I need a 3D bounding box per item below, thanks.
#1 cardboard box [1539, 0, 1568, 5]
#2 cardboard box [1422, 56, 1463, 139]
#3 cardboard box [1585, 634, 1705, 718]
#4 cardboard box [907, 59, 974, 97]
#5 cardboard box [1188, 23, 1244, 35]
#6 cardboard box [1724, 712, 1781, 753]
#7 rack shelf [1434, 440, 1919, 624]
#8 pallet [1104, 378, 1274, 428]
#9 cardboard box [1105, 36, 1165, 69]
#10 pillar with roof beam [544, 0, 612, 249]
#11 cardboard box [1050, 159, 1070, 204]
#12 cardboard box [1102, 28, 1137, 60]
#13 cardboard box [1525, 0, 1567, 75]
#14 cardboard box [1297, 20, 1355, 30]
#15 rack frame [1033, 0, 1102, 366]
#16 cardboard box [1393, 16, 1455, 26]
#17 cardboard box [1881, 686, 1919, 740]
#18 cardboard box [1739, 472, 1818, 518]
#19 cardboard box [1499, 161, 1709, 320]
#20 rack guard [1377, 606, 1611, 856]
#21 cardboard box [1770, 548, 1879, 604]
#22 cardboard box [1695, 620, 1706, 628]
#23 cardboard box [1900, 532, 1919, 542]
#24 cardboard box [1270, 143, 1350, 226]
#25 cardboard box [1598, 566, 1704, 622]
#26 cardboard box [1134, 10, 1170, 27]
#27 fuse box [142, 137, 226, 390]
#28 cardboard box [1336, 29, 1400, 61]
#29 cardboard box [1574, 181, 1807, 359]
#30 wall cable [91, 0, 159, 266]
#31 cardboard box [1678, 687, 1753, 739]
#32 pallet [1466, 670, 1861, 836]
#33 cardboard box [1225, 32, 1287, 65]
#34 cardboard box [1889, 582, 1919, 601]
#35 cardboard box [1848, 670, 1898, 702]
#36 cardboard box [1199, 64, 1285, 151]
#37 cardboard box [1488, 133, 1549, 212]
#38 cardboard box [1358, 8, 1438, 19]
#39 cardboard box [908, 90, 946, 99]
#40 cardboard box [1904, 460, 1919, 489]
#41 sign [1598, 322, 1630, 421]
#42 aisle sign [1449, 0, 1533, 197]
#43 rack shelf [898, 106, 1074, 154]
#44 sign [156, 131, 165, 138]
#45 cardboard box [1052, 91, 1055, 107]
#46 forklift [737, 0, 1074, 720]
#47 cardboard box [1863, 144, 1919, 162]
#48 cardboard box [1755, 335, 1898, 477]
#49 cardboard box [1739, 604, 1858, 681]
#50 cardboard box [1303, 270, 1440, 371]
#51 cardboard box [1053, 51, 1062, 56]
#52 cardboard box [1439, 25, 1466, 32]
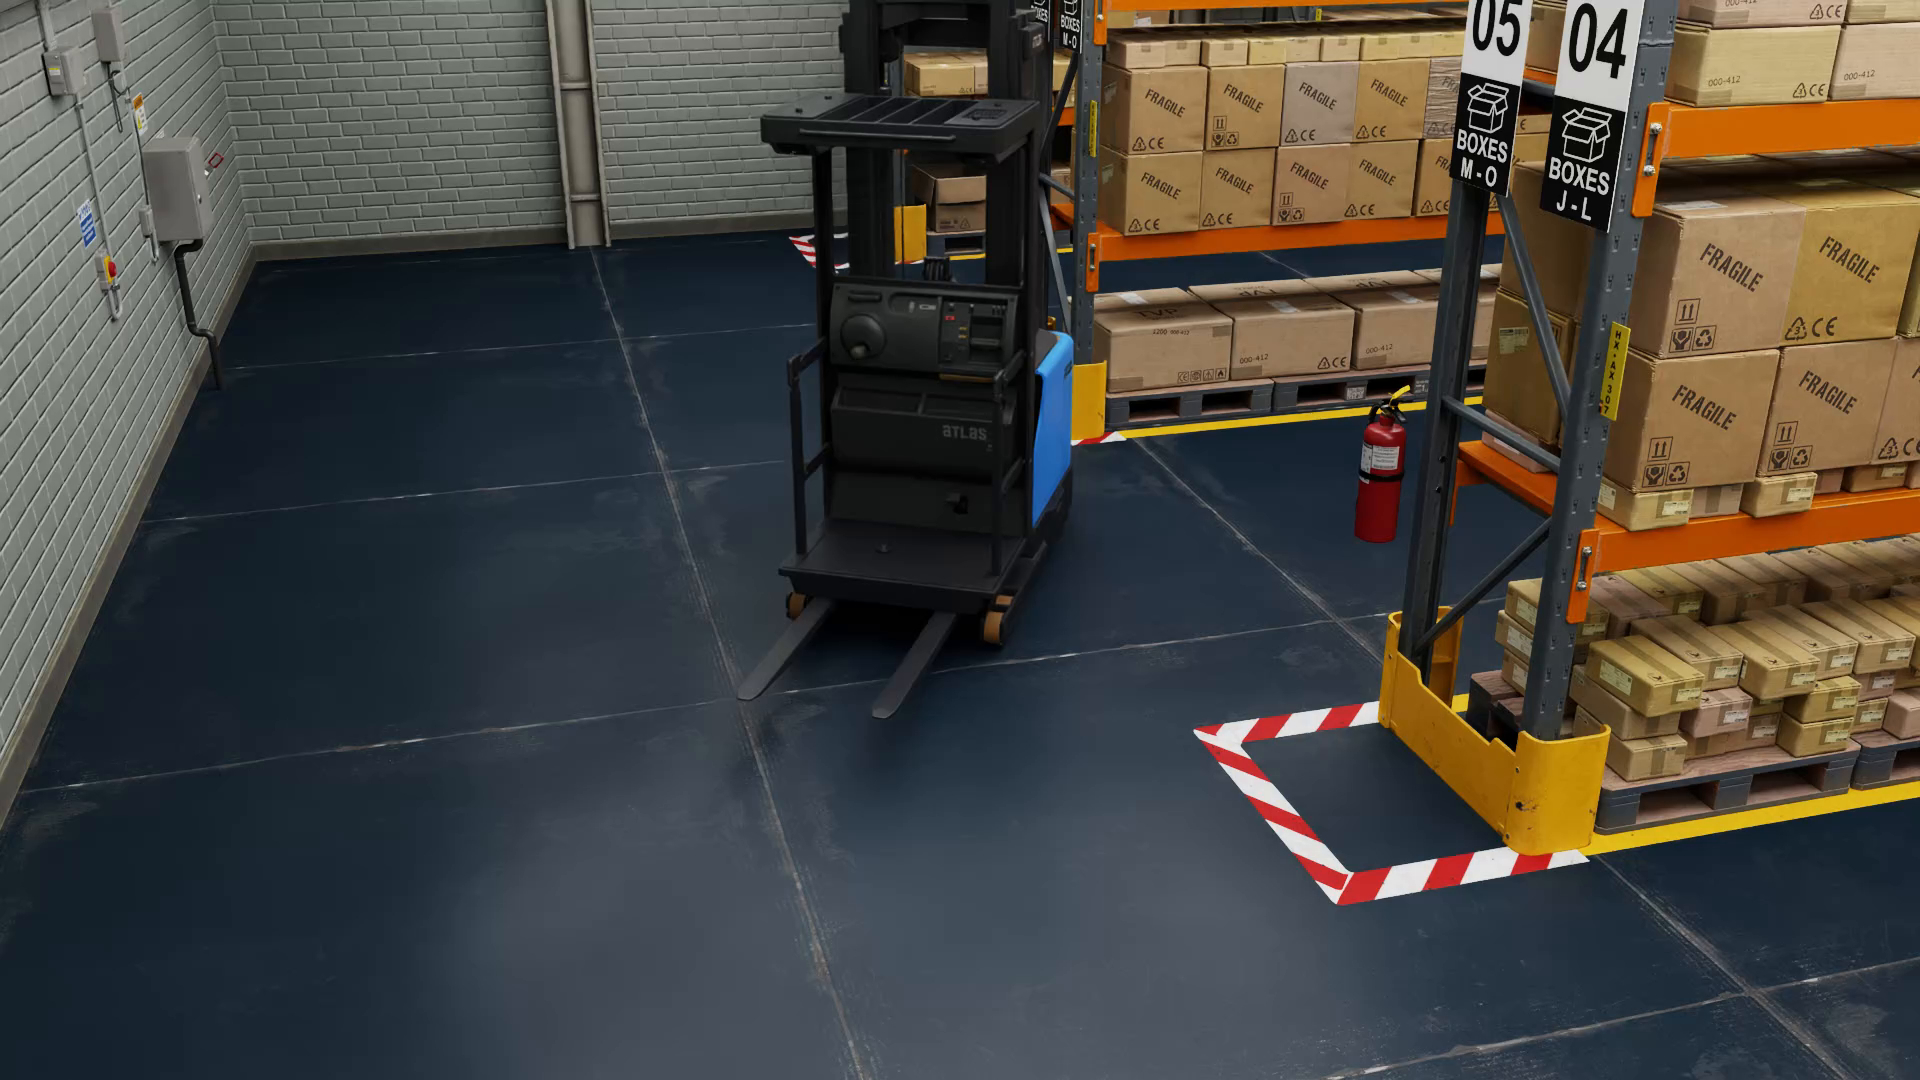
[{"bbox_3d":[2.465,-2.070,6.023,0.500,0.250,0.500,-7,24,-16],"label":"cardboard box"},{"bbox_3d":[3.149,-2.922,10.860,0.500,0.500,0.500,-6,24,-14],"label":"cardboard box"},{"bbox_3d":[2.687,0.531,6.536,0.250,0.149,0.380,-7,24,-17],"label":"cardboard box"},{"bbox_3d":[-0.179,-4.152,14.935,0.500,0.250,0.500,-6,24,-14],"label":"cardboard box"},{"bbox_3d":[1.665,-3.279,10.870,0.250,0.149,0.380,-6,24,-13],"label":"cardboard box"},{"bbox_3d":[3.149,0.709,6.876,0.250,0.149,0.380,-6,24,-14],"label":"cardboard box"},{"bbox_3d":[4.016,-0.268,6.983,4.000,0.370,1.077,-6,24,-14],"label":"rack shelf"},{"bbox_3d":[1.405,-1.087,11.517,1.213,0.211,1.003,-6,24,-14],"label":"pallet"},{"bbox_3d":[1.073,-2.990,10.197,0.250,0.149,0.380,-6,24,-13],"label":"cardboard box"},{"bbox_3d":[-2.365,-5.316,10.226,0.400,9.000,9.100,-6,24,-14],"label":"pillar with roof beam"},{"bbox_3d":[0.760,-3.288,15.746,0.500,0.500,0.700,-5,24,-12],"label":"cardboard box"},{"bbox_3d":[0.948,-3.172,10.621,0.250,0.149,0.380,-6,24,-14],"label":"cardboard box"},{"bbox_3d":[2.457,-1.844,6.129,0.500,0.250,0.500,-7,24,-16],"label":"cardboard box"},{"bbox_3d":[2.419,-3.349,11.034,0.250,0.149,0.380,-6,24,-13],"label":"cardboard box"},{"bbox_3d":[0.656,-2.254,10.699,0.127,3.000,1.000,-6,24,-14],"label":"rack frame"},{"bbox_3d":[3.137,-3.451,11.272,0.250,0.149,0.380,-7,24,-16],"label":"cardboard box"},{"bbox_3d":[3.908,0.667,6.975,0.250,0.149,0.380,-8,24,-17],"label":"cardboard box"},{"bbox_3d":[2.998,-0.231,6.303,0.250,0.149,0.380,-7,24,-16],"label":"cardboard box"},{"bbox_3d":[2.464,-1.171,6.402,0.500,0.500,0.500,-7,24,-15],"label":"cardboard box"},{"bbox_3d":[2.164,0.755,6.856,0.348,0.500,1.175,-6,24,-14],"label":"rack guard"},{"bbox_3d":[3.798,0.186,7.342,0.250,0.149,0.380,-7,24,-16],"label":"cardboard box"},{"bbox_3d":[3.021,0.374,7.279,0.250,0.149,0.380,-7,24,-17],"label":"cardboard box"},{"bbox_3d":[4.531,0.075,7.599,0.250,0.149,0.380,-6,24,-13],"label":"cardboard box"},{"bbox_3d":[2.170,-2.354,10.805,0.500,0.500,0.500,-6,24,-15],"label":"cardboard box"},{"bbox_3d":[3.004,0.225,7.250,0.250,0.149,0.380,-7,24,-16],"label":"cardboard box"},{"bbox_3d":[1.657,-4.919,15.772,0.500,0.500,0.500,-7,24,-16],"label":"cardboard box"},{"bbox_3d":[-5.194,-1.866,11.428,0.414,1.711,0.539,-6,24,-14],"label":"fuse box"},{"bbox_3d":[2.577,-3.139,10.545,0.250,0.149,0.380,-7,24,-16],"label":"cardboard box"},{"bbox_3d":[2.595,-0.975,5.945,0.500,0.500,0.500,-6,24,-15],"label":"cardboard box"},{"bbox_3d":[-5.161,-2.649,10.330,0.122,1.984,0.588,-6,24,-14],"label":"wall cable"},{"bbox_3d":[2.943,0.629,6.686,0.250,0.149,0.380,-6,24,-15],"label":"cardboard box"},{"bbox_3d":[2.955,0.815,7.083,1.213,0.211,1.003,-6,24,-14],"label":"pallet"},{"bbox_3d":[1.836,-3.064,10.370,0.250,0.149,0.380,-7,24,-16],"label":"cardboard box"},{"bbox_3d":[4.165,0.321,7.027,0.250,0.149,0.380,-6,24,-14],"label":"cardboard box"},{"bbox_3d":[3.661,0.519,6.943,0.250,0.149,0.380,-7,24,-17],"label":"cardboard box"},{"bbox_3d":[1.691,-2.760,10.484,0.500,0.500,0.500,-7,24,-16],"label":"cardboard box"},{"bbox_3d":[3.636,-2.523,11.198,0.500,0.500,0.500,-7,24,-16],"label":"cardboard box"},{"bbox_3d":[4.188,-4.825,16.031,0.500,0.500,0.700,-6,24,-14],"label":"cardboard box"},{"bbox_3d":[-0.298,-3.954,14.978,0.250,0.149,0.380,-6,24,-15],"label":"cardboard box"},{"bbox_3d":[3.724,-0.346,6.571,0.250,0.149,0.380,-7,24,-15],"label":"cardboard box"},{"bbox_3d":[2.237,-0.577,5.694,0.005,0.325,0.100,-6,24,-14],"label":"sign"},{"bbox_3d":[1.939,-1.686,6.079,0.004,0.787,0.394,-6,24,-14],"label":"aisle sign"},{"bbox_3d":[1.237,-4.021,15.728,4.000,0.370,1.077,-6,24,-14],"label":"rack shelf"},{"bbox_3d":[-5.526,-2.579,11.578,0.001,0.494,0.329,-6,24,-14],"label":"sign"},{"bbox_3d":[0.692,-4.073,15.258,0.250,0.149,0.380,-6,24,-14],"label":"cardboard box"},{"bbox_3d":[-0.235,-1.006,7.876,1.130,2.935,3.031,6,24,14],"label":"forklift"},{"bbox_3d":[3.958,-1.341,6.799,0.500,0.500,0.500,-7,24,-16],"label":"cardboard box"},{"bbox_3d":[3.106,-0.578,6.288,0.500,0.500,0.500,-6,24,-14],"label":"cardboard box"},{"bbox_3d":[3.413,0.420,6.795,0.250,0.149,0.380,-8,24,-17],"label":"cardboard box"},{"bbox_3d":[3.012,-1.574,11.831,0.875,0.438,0.875,-7,24,-16],"label":"cardboard box"},{"bbox_3d":[0.658,-4.461,15.656,0.500,0.250,0.500,-6,24,-13],"label":"cardboard box"},{"bbox_3d":[3.301,-3.246,10.794,0.250,0.149,0.380,-6,24,-15],"label":"cardboard box"}]
